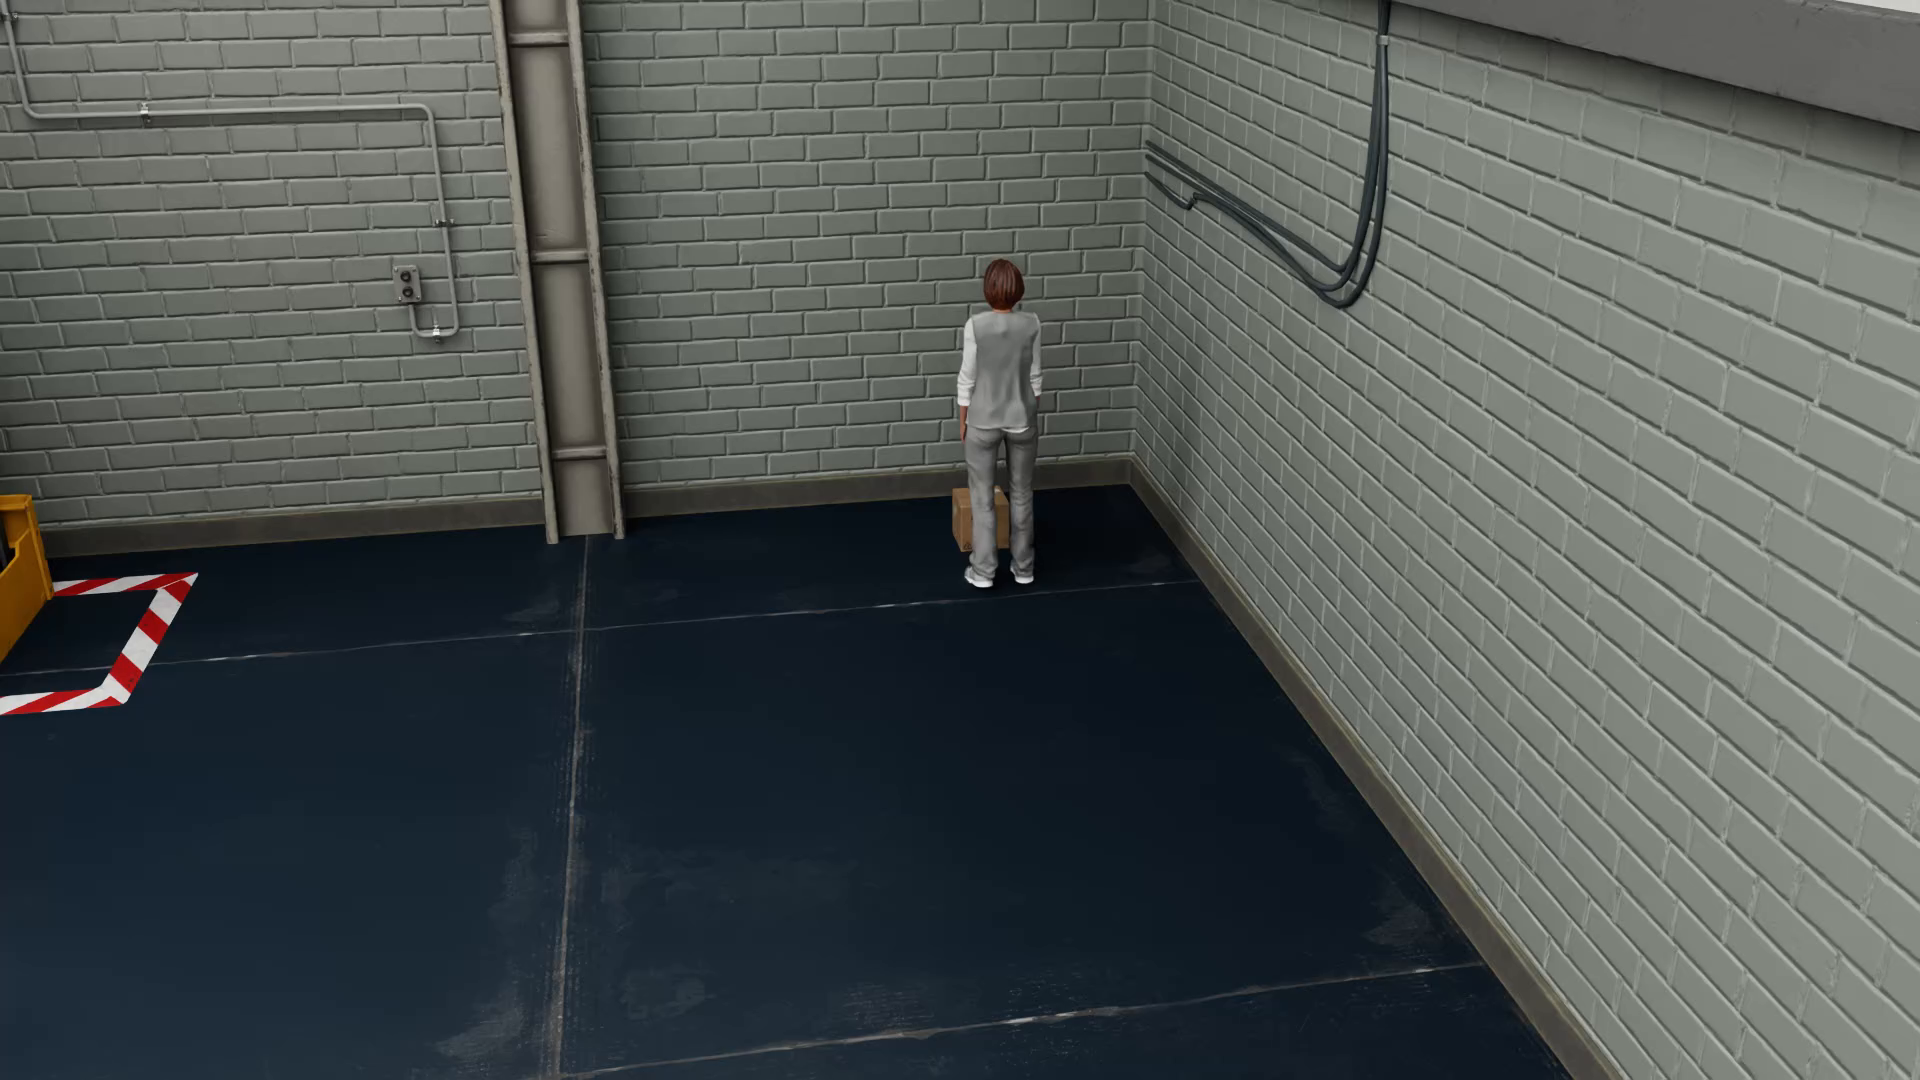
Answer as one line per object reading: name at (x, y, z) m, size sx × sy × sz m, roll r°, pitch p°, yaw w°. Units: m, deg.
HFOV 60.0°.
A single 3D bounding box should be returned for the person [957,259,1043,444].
person at (0.184, -0.850, 7.713) m, size 0.408 × 0.928 × 0.278 m, roll -4°, pitch 24°, yaw -8°
